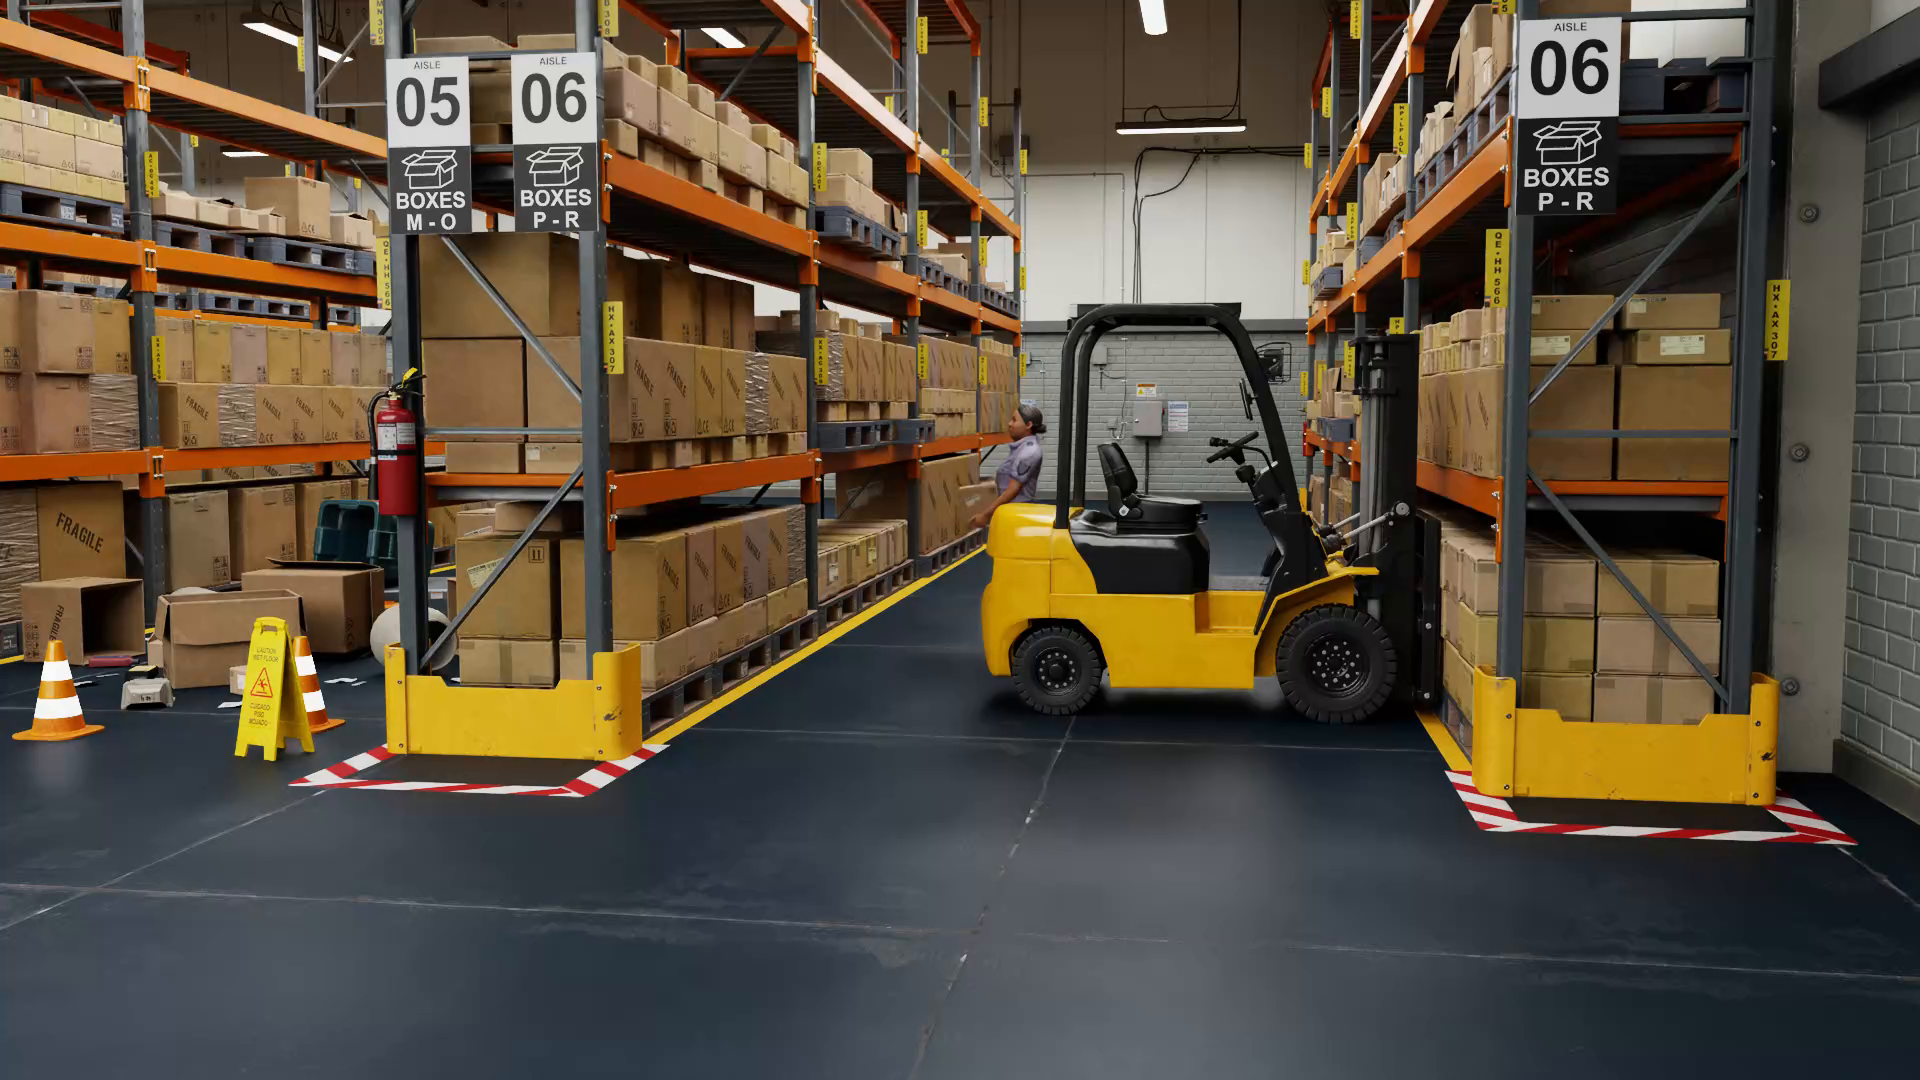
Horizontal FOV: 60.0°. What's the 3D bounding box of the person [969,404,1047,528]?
[{"bbox_3d":[0.314,-0.060,10.806,0.516,1.643,0.451,0,5,1],"label":"person"}]
